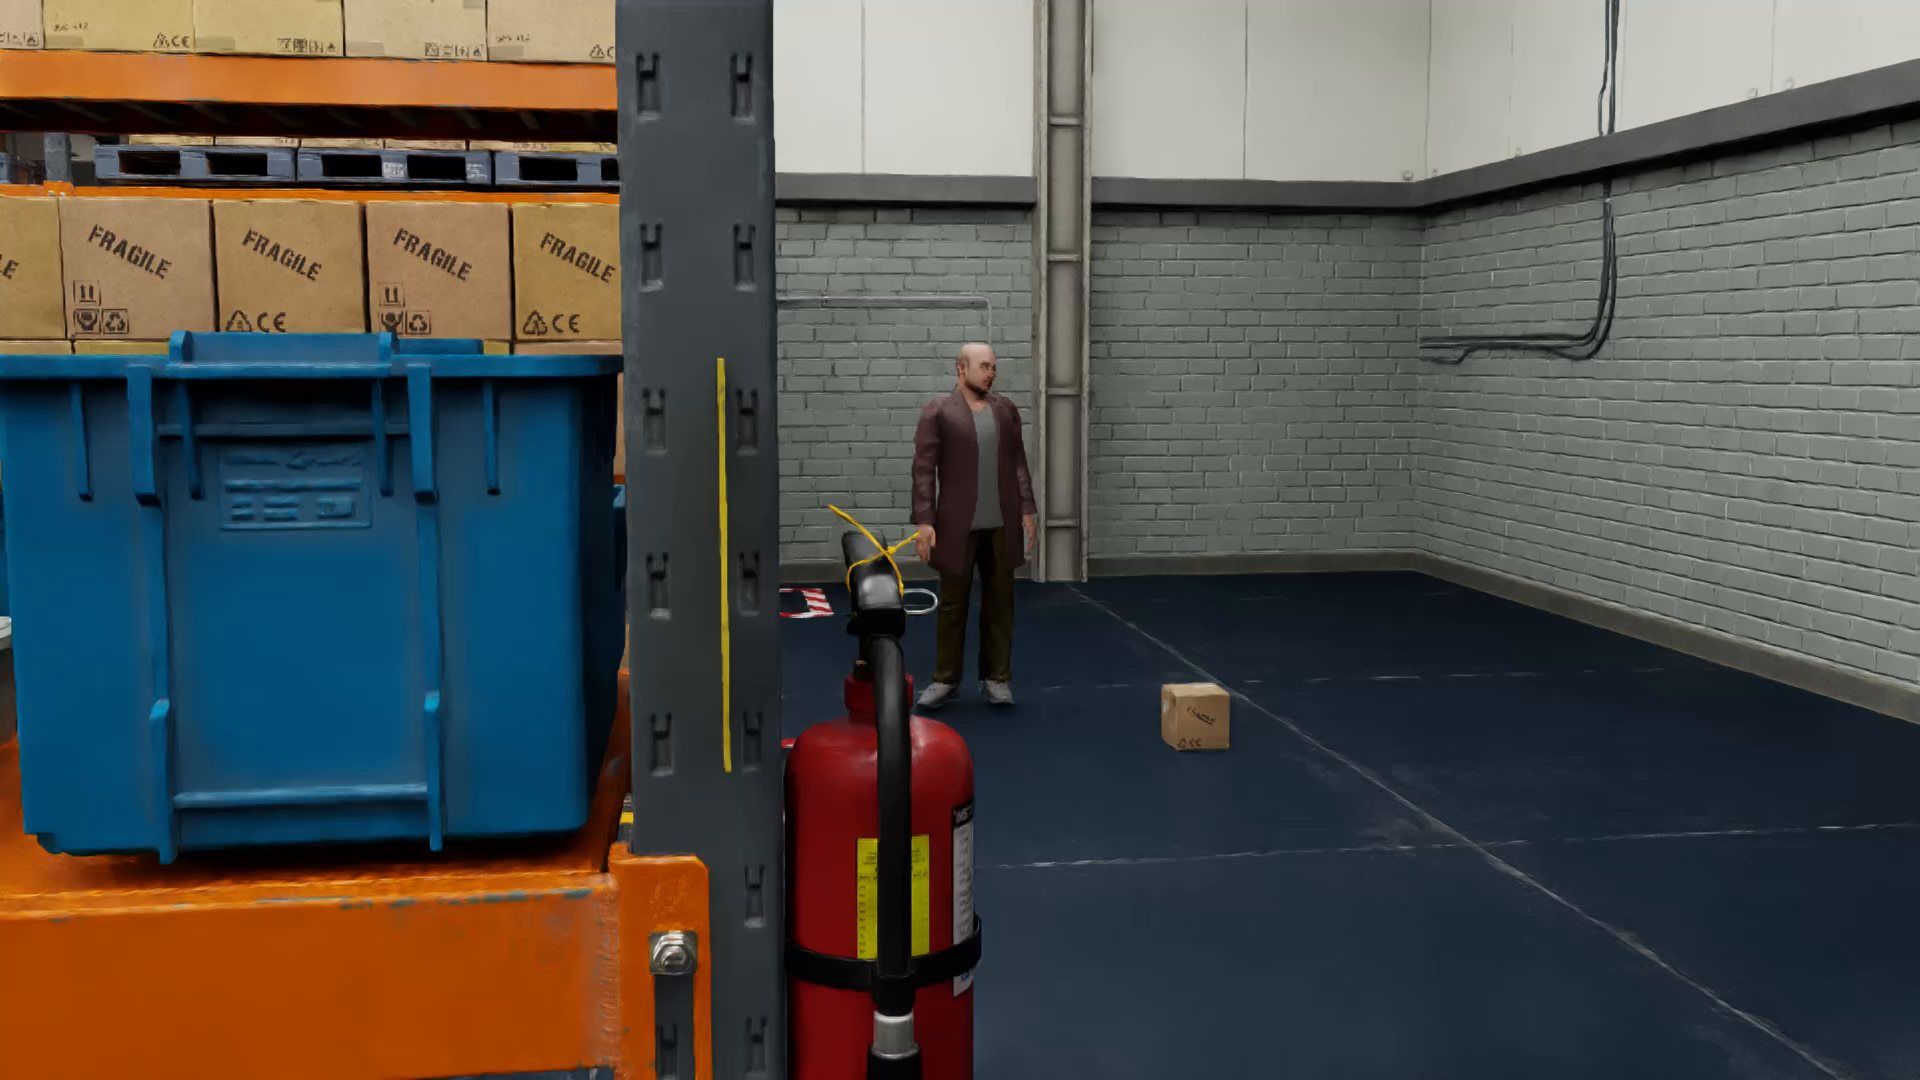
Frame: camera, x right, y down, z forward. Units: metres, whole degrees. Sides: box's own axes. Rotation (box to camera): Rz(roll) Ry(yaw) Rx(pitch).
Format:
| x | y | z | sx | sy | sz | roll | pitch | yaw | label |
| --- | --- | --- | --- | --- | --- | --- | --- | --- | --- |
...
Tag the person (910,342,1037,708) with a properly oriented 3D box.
| x | y | z | sx | sy | sz | roll | pitch | yaw | label |
| --- | --- | --- | --- | --- | --- | --- | --- | --- | --- |
| 0.082 | -0.076 | 8.192 | 0.659 | 1.791 | 0.421 | -2 | 7 | -20 | person |
